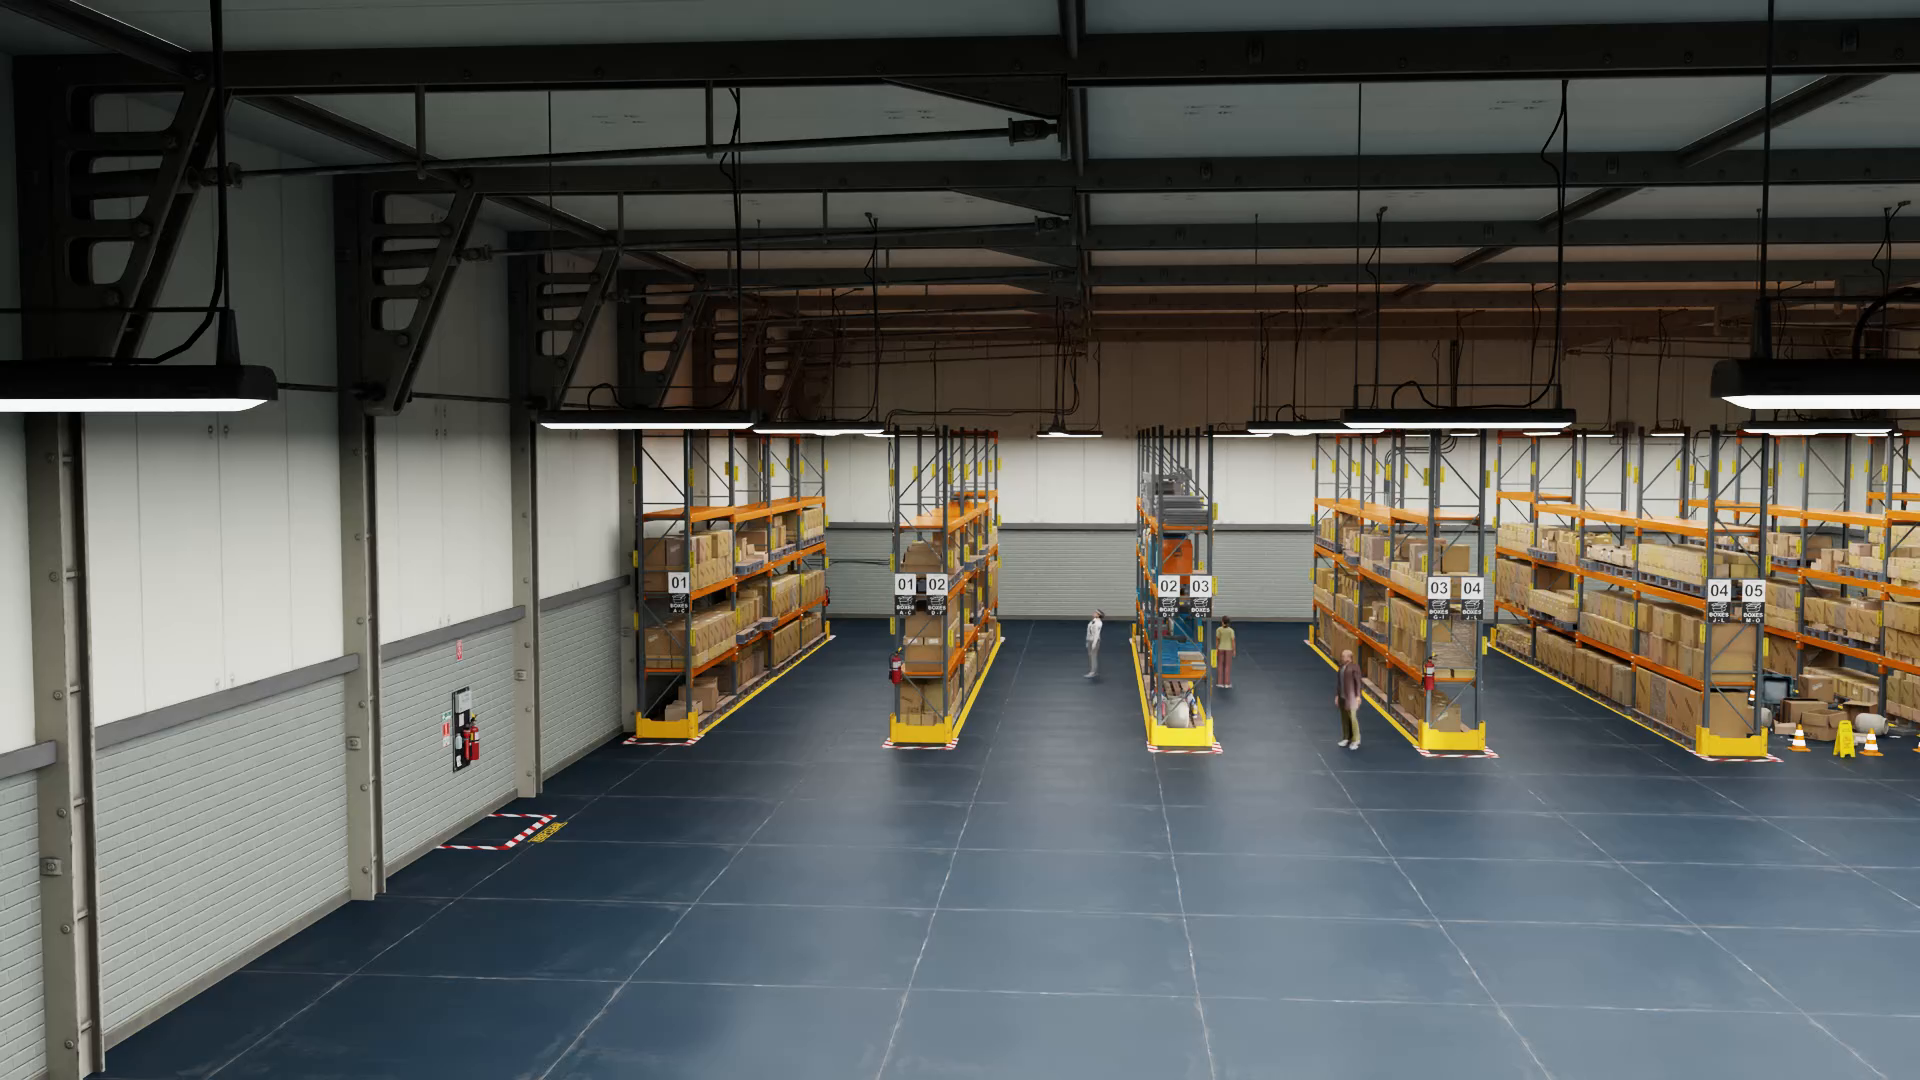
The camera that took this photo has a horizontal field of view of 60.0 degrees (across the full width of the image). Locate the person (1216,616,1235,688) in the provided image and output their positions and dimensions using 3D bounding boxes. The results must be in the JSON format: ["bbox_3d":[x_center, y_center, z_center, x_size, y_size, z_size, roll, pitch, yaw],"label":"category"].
[{"bbox_3d":[6.132,2.578,38.391,0.455,1.677,0.347,1,4,22],"label":"person"}]

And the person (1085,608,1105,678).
[{"bbox_3d":[3.208,2.473,40.270,0.614,1.682,0.491,-2,4,-33],"label":"person"}]

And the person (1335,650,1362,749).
[{"bbox_3d":[7.234,2.977,31.106,0.404,1.833,0.645,-2,4,-25],"label":"person"}]

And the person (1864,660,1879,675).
[{"bbox_3d":[22.285,2.442,40.509,0.569,1.773,0.569,-3,5,-44],"label":"person"}]

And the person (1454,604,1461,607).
[{"bbox_3d":[14.065,2.042,47.018,0.561,1.725,1.079,1,4,18],"label":"person"}]
